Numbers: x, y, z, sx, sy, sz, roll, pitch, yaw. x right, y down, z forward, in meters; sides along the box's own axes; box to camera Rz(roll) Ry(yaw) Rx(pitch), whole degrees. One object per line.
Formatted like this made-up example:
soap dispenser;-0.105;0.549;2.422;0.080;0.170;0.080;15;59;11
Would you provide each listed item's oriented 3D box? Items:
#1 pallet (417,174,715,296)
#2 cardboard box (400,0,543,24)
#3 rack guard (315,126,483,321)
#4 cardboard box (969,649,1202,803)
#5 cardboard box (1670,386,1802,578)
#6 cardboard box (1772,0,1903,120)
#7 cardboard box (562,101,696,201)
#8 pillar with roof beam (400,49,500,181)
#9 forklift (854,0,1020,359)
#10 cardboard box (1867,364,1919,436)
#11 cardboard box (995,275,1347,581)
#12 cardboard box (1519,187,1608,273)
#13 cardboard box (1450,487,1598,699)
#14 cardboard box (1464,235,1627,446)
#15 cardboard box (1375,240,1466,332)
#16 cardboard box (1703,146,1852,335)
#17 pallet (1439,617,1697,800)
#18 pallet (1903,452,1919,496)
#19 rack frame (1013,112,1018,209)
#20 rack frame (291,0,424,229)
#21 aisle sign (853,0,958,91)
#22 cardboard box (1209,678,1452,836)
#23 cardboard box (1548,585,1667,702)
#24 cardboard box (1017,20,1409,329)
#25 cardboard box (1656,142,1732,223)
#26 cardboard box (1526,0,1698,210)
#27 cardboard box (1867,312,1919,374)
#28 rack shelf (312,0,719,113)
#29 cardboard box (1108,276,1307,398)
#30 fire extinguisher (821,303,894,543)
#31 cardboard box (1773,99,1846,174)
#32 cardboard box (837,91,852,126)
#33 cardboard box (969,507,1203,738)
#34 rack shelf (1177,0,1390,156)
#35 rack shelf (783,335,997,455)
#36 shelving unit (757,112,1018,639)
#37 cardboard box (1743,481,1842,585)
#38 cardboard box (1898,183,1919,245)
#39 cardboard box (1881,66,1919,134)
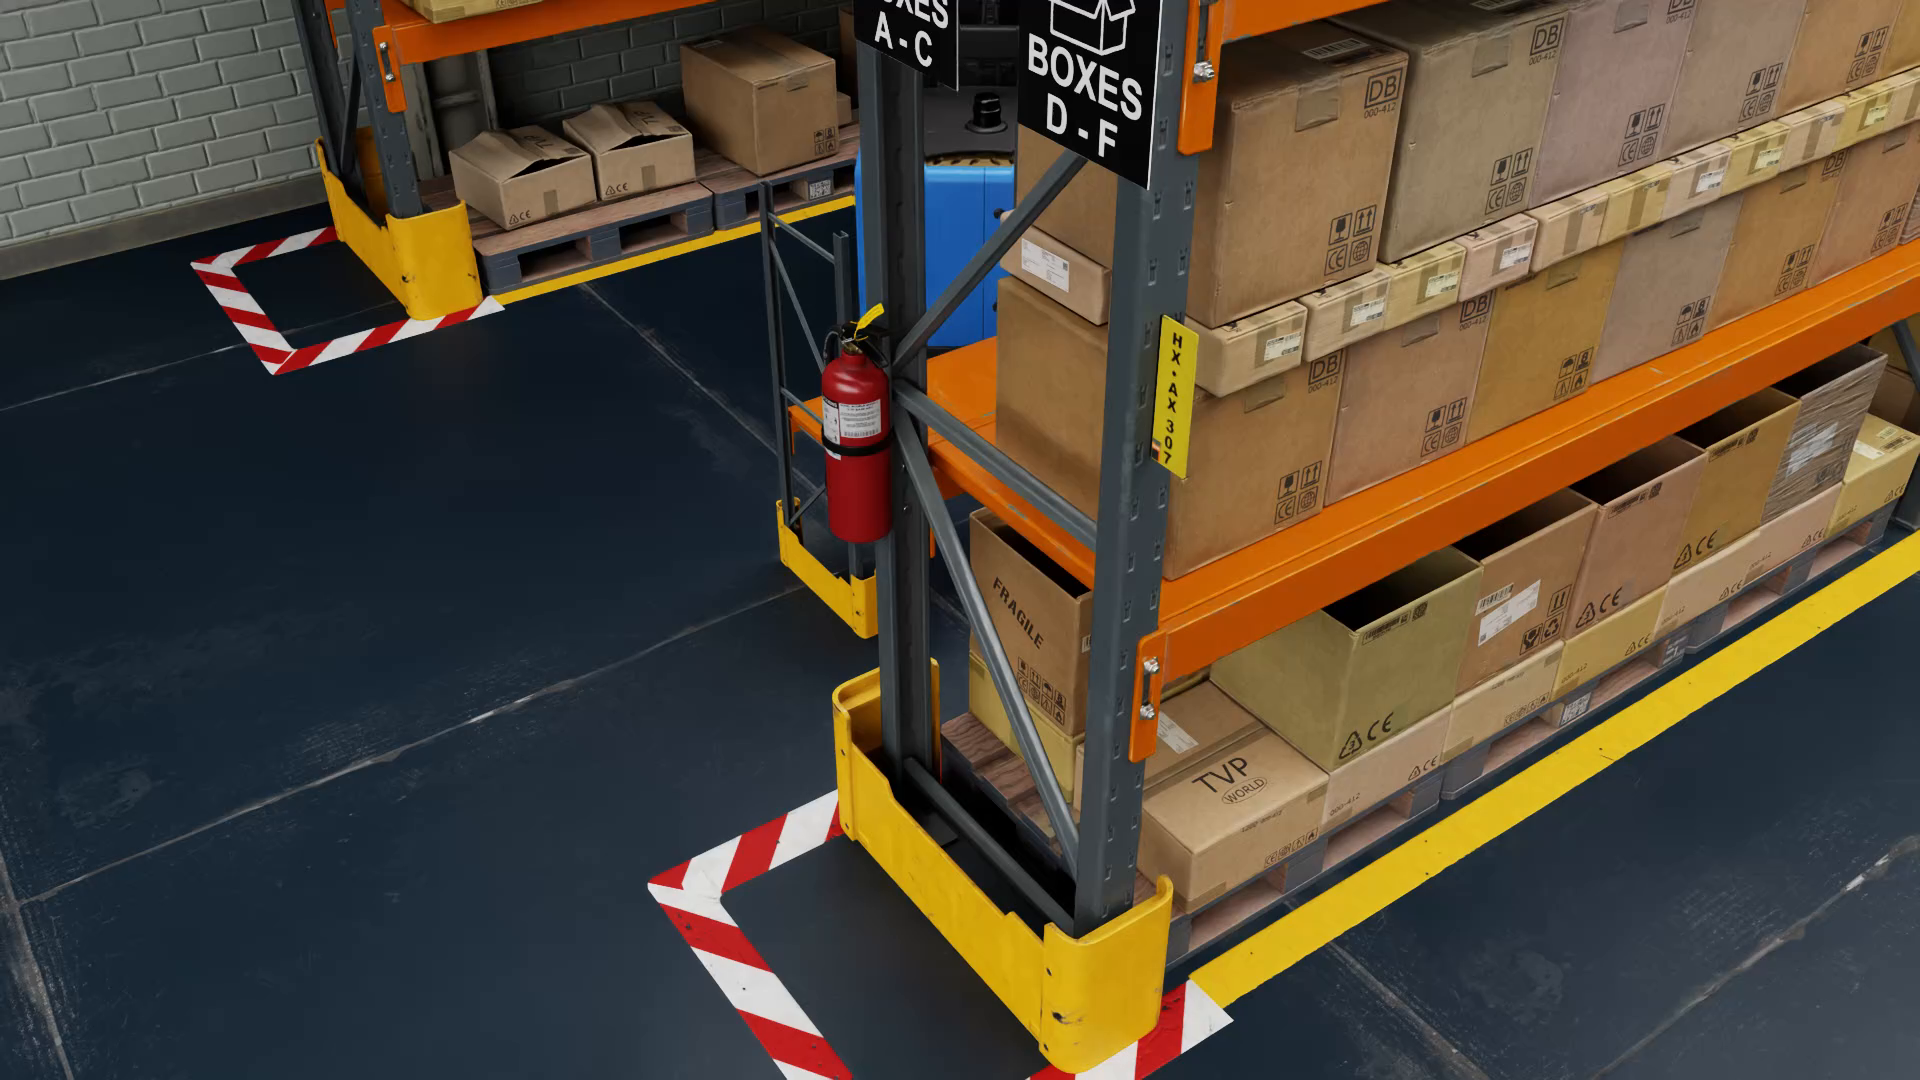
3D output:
pallet;-2.006;-1.673;8.396;1.213;0.211;1.003;-22;41;-28
cardboard box;-2.170;-2.483;7.245;0.500;0.250;0.500;-24;42;-29
rack guard;-2.690;-1.534;7.955;0.348;0.500;1.175;-22;41;-28
cardboard box;0.373;0.464;5.031;0.500;0.250;0.500;-22;41;-28
cardboard box;2.299;-0.272;5.412;0.500;0.500;0.500;-22;41;-28
cardboard box;2.193;-1.582;4.684;0.500;0.500;0.700;-22;41;-28
cardboard box;-1.669;-1.992;8.377;0.500;0.311;0.500;-19;40;-24
pillar with roof beam;-0.198;-3.553;3.482;0.400;9.000;9.100;-22;41;-28
forklift;0.145;-2.602;7.358;1.130;2.935;3.031;1;36;2
cardboard box;3.846;-0.577;6.479;0.500;0.250;0.500;-23;42;-29
cardboard box;0.493;-0.352;4.085;0.500;0.500;0.700;-22;41;-28
cardboard box;1.392;-0.842;4.210;0.250;0.149;0.380;-24;42;-29
cardboard box;1.480;0.063;4.946;0.500;0.500;0.500;-22;41;-28
cardboard box;1.329;-0.695;4.562;0.500;0.500;0.700;-22;41;-28
cardboard box;0.968;-0.667;3.967;0.250;0.149;0.380;-22;41;-28
cardboard box;2.175;-1.047;5.051;0.500;0.500;0.700;-22;41;-27
pallet;1.702;0.286;5.671;1.213;0.211;1.003;-22;41;-28
pallet;3.954;-0.640;6.959;1.213;0.211;1.003;-22;41;-28
rack frame;0.346;-0.751;6.010;0.032;1.500;0.500;-22;41;-28
rack frame;-2.752;-2.523;7.189;0.127;3.000;1.000;-22;41;-28
aisle sign;-0.118;-1.334;3.309;0.004;0.787;0.394;-22;41;-28
cardboard box;1.078;0.541;4.924;0.500;0.250;0.500;-22;41;-28
cardboard box;1.898;0.207;5.388;0.500;0.250;0.500;-22;41;-28
cardboard box;0.537;-0.896;3.731;0.500;0.500;0.700;-22;41;-28
cardboard box;1.806;-1.010;4.444;0.250;0.149;0.380;-22;41;-27
cardboard box;1.375;-1.246;4.216;0.500;0.500;0.700;-22;41;-28
cardboard box;3.855;-0.808;6.319;0.500;0.311;0.500;-22;41;-28
rack shelf;-1.117;-2.904;8.335;4.000;0.370;1.077;-22;41;-28
cardboard box;0.549;-0.494;3.726;0.250;0.149;0.380;-23;41;-28
fire extinguisher;-0.260;-0.311;4.180;0.183;0.674;0.296;-22;41;-28
cardboard box;2.236;-1.190;4.694;0.250;0.149;0.380;-21;41;-27
cardboard box;-0.802;-2.362;9.029;0.250;0.149;0.380;-26;43;-31
cardboard box;0.371;0.159;4.814;0.500;0.500;0.500;-22;41;-28
rack shelf;1.739;-1.759;4.174;4.000;0.370;1.077;-22;41;-28
rack shelf;-0.070;-0.434;5.877;1.000;0.185;0.538;-22;41;-28
shelving unit;-0.062;-0.583;5.776;1.083;1.500;0.587;-22;41;-28
cardboard box;2.707;-0.136;5.866;0.500;0.250;0.500;-22;41;-28
cardboard box;3.015;-1.394;5.534;0.500;0.500;0.700;-24;42;-29
cardboard box;2.645;-1.356;4.925;0.250;0.149;0.380;-22;41;-28
